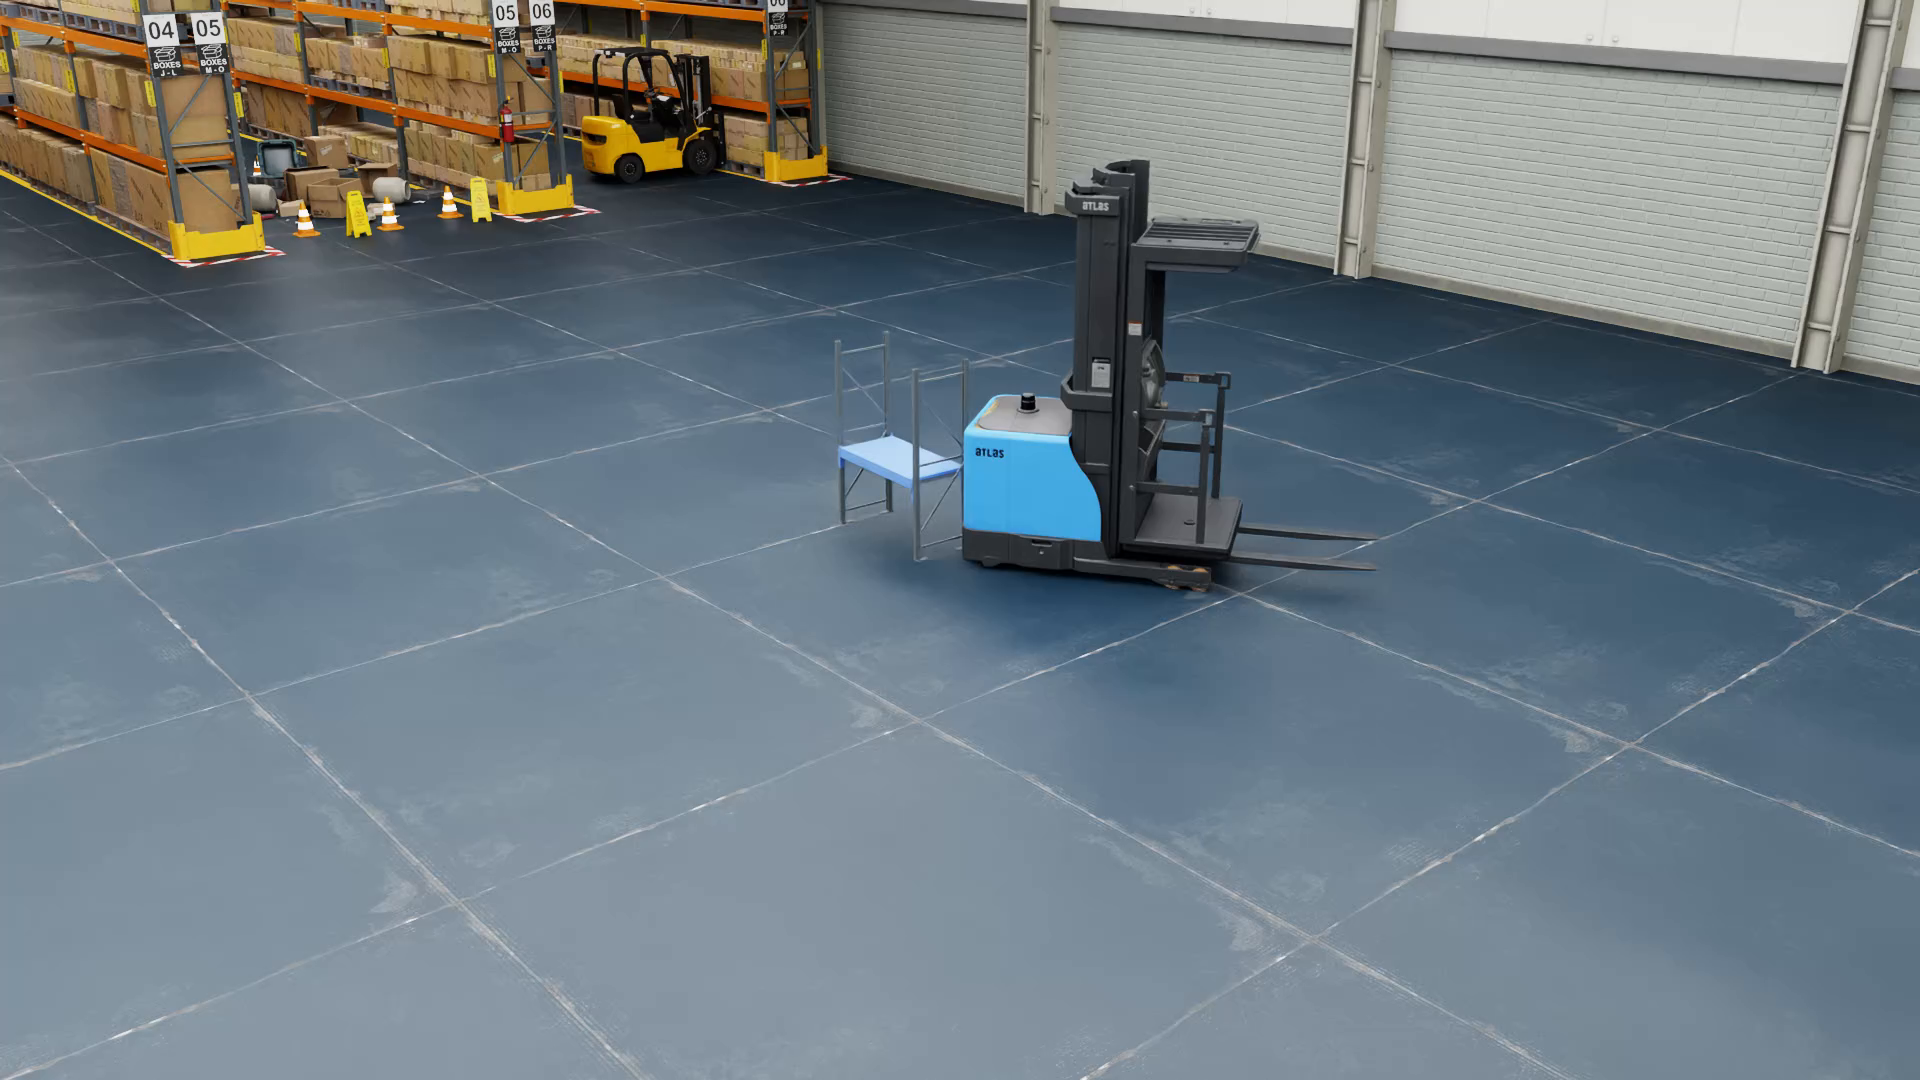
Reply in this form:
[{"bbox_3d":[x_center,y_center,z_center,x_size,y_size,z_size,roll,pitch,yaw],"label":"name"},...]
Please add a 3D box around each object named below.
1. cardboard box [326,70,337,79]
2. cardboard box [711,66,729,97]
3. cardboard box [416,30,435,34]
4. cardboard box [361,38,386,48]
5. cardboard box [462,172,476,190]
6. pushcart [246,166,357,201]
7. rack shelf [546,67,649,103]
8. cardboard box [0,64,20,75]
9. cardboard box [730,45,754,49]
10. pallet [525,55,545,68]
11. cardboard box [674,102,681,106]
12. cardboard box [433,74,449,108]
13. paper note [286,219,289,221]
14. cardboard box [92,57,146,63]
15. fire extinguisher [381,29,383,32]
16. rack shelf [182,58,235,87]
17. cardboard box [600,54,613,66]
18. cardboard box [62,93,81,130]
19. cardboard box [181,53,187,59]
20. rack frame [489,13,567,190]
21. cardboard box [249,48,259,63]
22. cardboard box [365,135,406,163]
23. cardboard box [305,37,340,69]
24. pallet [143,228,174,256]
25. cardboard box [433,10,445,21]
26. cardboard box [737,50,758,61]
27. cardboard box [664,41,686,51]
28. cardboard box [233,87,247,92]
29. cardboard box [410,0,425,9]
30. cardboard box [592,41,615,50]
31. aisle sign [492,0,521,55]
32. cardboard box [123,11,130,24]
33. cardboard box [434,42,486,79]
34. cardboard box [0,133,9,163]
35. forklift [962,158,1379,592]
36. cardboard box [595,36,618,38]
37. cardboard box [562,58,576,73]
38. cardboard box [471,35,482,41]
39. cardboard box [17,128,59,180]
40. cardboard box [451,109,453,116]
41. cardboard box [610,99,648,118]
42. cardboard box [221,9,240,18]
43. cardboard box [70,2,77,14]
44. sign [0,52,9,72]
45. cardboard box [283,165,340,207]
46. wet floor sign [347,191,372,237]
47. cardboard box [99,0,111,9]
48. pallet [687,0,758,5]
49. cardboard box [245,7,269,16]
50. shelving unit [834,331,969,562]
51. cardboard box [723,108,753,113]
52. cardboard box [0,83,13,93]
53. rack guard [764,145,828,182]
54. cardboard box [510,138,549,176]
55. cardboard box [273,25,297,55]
[{"bbox_3d":[-11.334,-8.512,30.372,0.380,0.149,0.250,-17,27,-37],"label":"cardboard box"},{"bbox_3d":[-4.079,-8.200,29.671,0.500,0.500,0.500,-18,28,-38],"label":"cardboard box"},{"bbox_3d":[-12.231,-11.678,38.485,0.500,0.250,0.500,-18,28,-39],"label":"cardboard box"},{"bbox_3d":[-10.193,-8.659,28.970,0.380,0.149,0.250,-18,28,-39],"label":"cardboard box"},{"bbox_3d":[-7.713,-5.830,26.951,0.500,0.250,0.500,-17,27,-37],"label":"cardboard box"},{"bbox_3d":[-10.956,-5.938,27.628,0.936,0.377,1.648,12,24,27],"label":"pushcart"},{"bbox_3d":[-6.808,-9.116,33.132,1.077,0.370,4.000,-17,27,-37],"label":"rack shelf"},{"bbox_3d":[-16.223,-7.996,28.240,0.380,0.149,0.250,-19,28,-39],"label":"cardboard box"},{"bbox_3d":[-3.937,-8.858,30.053,0.380,0.149,0.250,-17,27,-37],"label":"cardboard box"},{"bbox_3d":[-8.610,-10.085,34.882,1.213,0.211,1.003,-17,27,-37],"label":"pallet"},{"bbox_3d":[-5.425,-8.071,31.301,0.500,0.250,0.500,-18,28,-38],"label":"cardboard box"},{"bbox_3d":[-8.177,-7.303,26.972,0.500,0.500,0.500,-17,27,-37],"label":"cardboard box"},{"bbox_3d":[-10.308,-4.907,25.498,0.032,0.001,0.123,-4,22,-10],"label":"paper note"},{"bbox_3d":[-12.283,-6.848,24.668,0.875,0.550,0.550,-17,27,-37],"label":"cardboard box"},{"bbox_3d":[-13.782,-11.935,39.960,0.296,0.674,0.183,-17,27,-37],"label":"fire extinguisher"},{"bbox_3d":[-15.788,-10.144,35.756,1.077,0.370,4.000,-17,27,-37],"label":"rack shelf"},{"bbox_3d":[-6.688,-9.419,32.440,0.500,0.250,0.500,-17,27,-36],"label":"cardboard box"},{"bbox_3d":[-13.488,-6.637,25.678,0.500,0.500,0.500,-18,27,-38],"label":"cardboard box"},{"bbox_3d":[-16.647,-10.744,36.164,0.500,0.500,0.500,-18,28,-38],"label":"cardboard box"},{"bbox_3d":[-6.650,-6.611,25.749,1.000,3.000,0.127,-17,27,-37],"label":"rack frame"},{"bbox_3d":[-13.738,-9.617,32.945,0.500,0.250,0.500,-17,27,-37],"label":"cardboard box"},{"bbox_3d":[-10.077,-7.030,29.847,0.950,0.372,0.625,-15,26,-34],"label":"cardboard box"},{"bbox_3d":[-11.754,-9.022,30.785,0.500,0.500,0.500,-18,28,-39],"label":"cardboard box"},{"bbox_3d":[-10.915,-4.308,23.694,1.003,0.211,1.213,-17,27,-37],"label":"pallet"},{"bbox_3d":[-8.131,-8.336,26.386,0.380,0.149,0.250,-18,28,-38],"label":"cardboard box"},{"bbox_3d":[-3.661,-8.456,29.025,0.380,0.149,0.250,-17,27,-36],"label":"cardboard box"},{"bbox_3d":[-5.267,-9.180,30.875,0.380,0.149,0.250,-17,27,-37],"label":"cardboard box"},{"bbox_3d":[-15.984,-9.624,36.381,0.875,0.438,0.875,-17,27,-36],"label":"cardboard box"},{"bbox_3d":[-8.520,-8.713,26.800,0.500,0.250,0.500,-17,27,-37],"label":"cardboard box"},{"bbox_3d":[-6.982,-9.689,32.583,0.380,0.149,0.250,-18,28,-39],"label":"cardboard box"},{"bbox_3d":[-6.829,-7.735,25.055,0.394,0.787,0.004,-17,27,-37],"label":"aisle sign"},{"bbox_3d":[-10.972,-7.007,22.280,0.380,0.149,0.250,-17,27,-37],"label":"cardboard box"},{"bbox_3d":[-7.884,-7.608,26.381,0.700,0.500,0.500,-18,28,-38],"label":"cardboard box"},{"bbox_3d":[-16.877,-7.052,29.728,0.500,0.500,0.500,-19,28,-40],"label":"cardboard box"},{"bbox_3d":[1.588,-1.205,12.043,3.031,2.935,1.130,5,22,14],"label":"forklift"},{"bbox_3d":[-7.157,-10.127,33.701,0.380,0.149,0.250,-18,28,-38],"label":"cardboard box"},{"bbox_3d":[-7.685,-9.613,33.620,0.500,0.250,0.500,-18,28,-39],"label":"cardboard box"},{"bbox_3d":[-10.241,-11.021,36.296,0.700,0.500,0.500,-17,27,-37],"label":"cardboard box"},{"bbox_3d":[-15.227,-6.573,28.162,1.050,0.750,0.750,-18,28,-38],"label":"cardboard box"},{"bbox_3d":[-8.039,-6.973,27.019,0.380,0.149,0.250,-17,27,-37],"label":"cardboard box"},{"bbox_3d":[-6.353,-8.346,32.860,0.875,0.625,0.625,-18,28,-38],"label":"cardboard box"},{"bbox_3d":[-14.925,-10.749,33.919,0.380,0.149,0.250,-18,28,-38],"label":"cardboard box"},{"bbox_3d":[-12.633,-7.709,24.073,0.380,0.149,0.250,-18,27,-38],"label":"cardboard box"},{"bbox_3d":[-15.961,-7.985,27.779,0.100,0.325,0.005,-17,27,-37],"label":"sign"},{"bbox_3d":[-10.331,-5.650,26.534,0.797,0.637,0.503,-17,27,-37],"label":"cardboard box"},{"bbox_3d":[-8.815,-4.771,24.281,0.232,0.644,0.267,17,27,36],"label":"wet floor sign"},{"bbox_3d":[-11.518,-7.458,22.884,0.500,0.250,0.500,-18,27,-38],"label":"cardboard box"},{"bbox_3d":[-4.134,-9.688,29.613,1.003,0.211,1.213,-17,27,-37],"label":"pallet"},{"bbox_3d":[-14.492,-10.889,34.275,0.380,0.149,0.250,-18,28,-38],"label":"cardboard box"},{"bbox_3d":[-0.451,-0.736,12.807,0.538,1.500,1.048,-16,26,-34],"label":"shelving unit"},{"bbox_3d":[-4.039,-7.773,30.540,0.500,0.250,0.500,-18,28,-38],"label":"cardboard box"},{"bbox_3d":[-16.226,-7.720,28.350,0.380,0.149,0.250,-17,27,-37],"label":"cardboard box"},{"bbox_3d":[-2.876,-6.623,29.207,1.175,0.500,0.348,-17,27,-37],"label":"rack guard"},{"bbox_3d":[-6.983,-6.170,26.791,0.500,0.500,0.500,-19,28,-39],"label":"cardboard box"},{"bbox_3d":[-12.749,-9.553,31.754,0.500,0.500,0.500,-17,27,-37],"label":"cardboard box"}]
